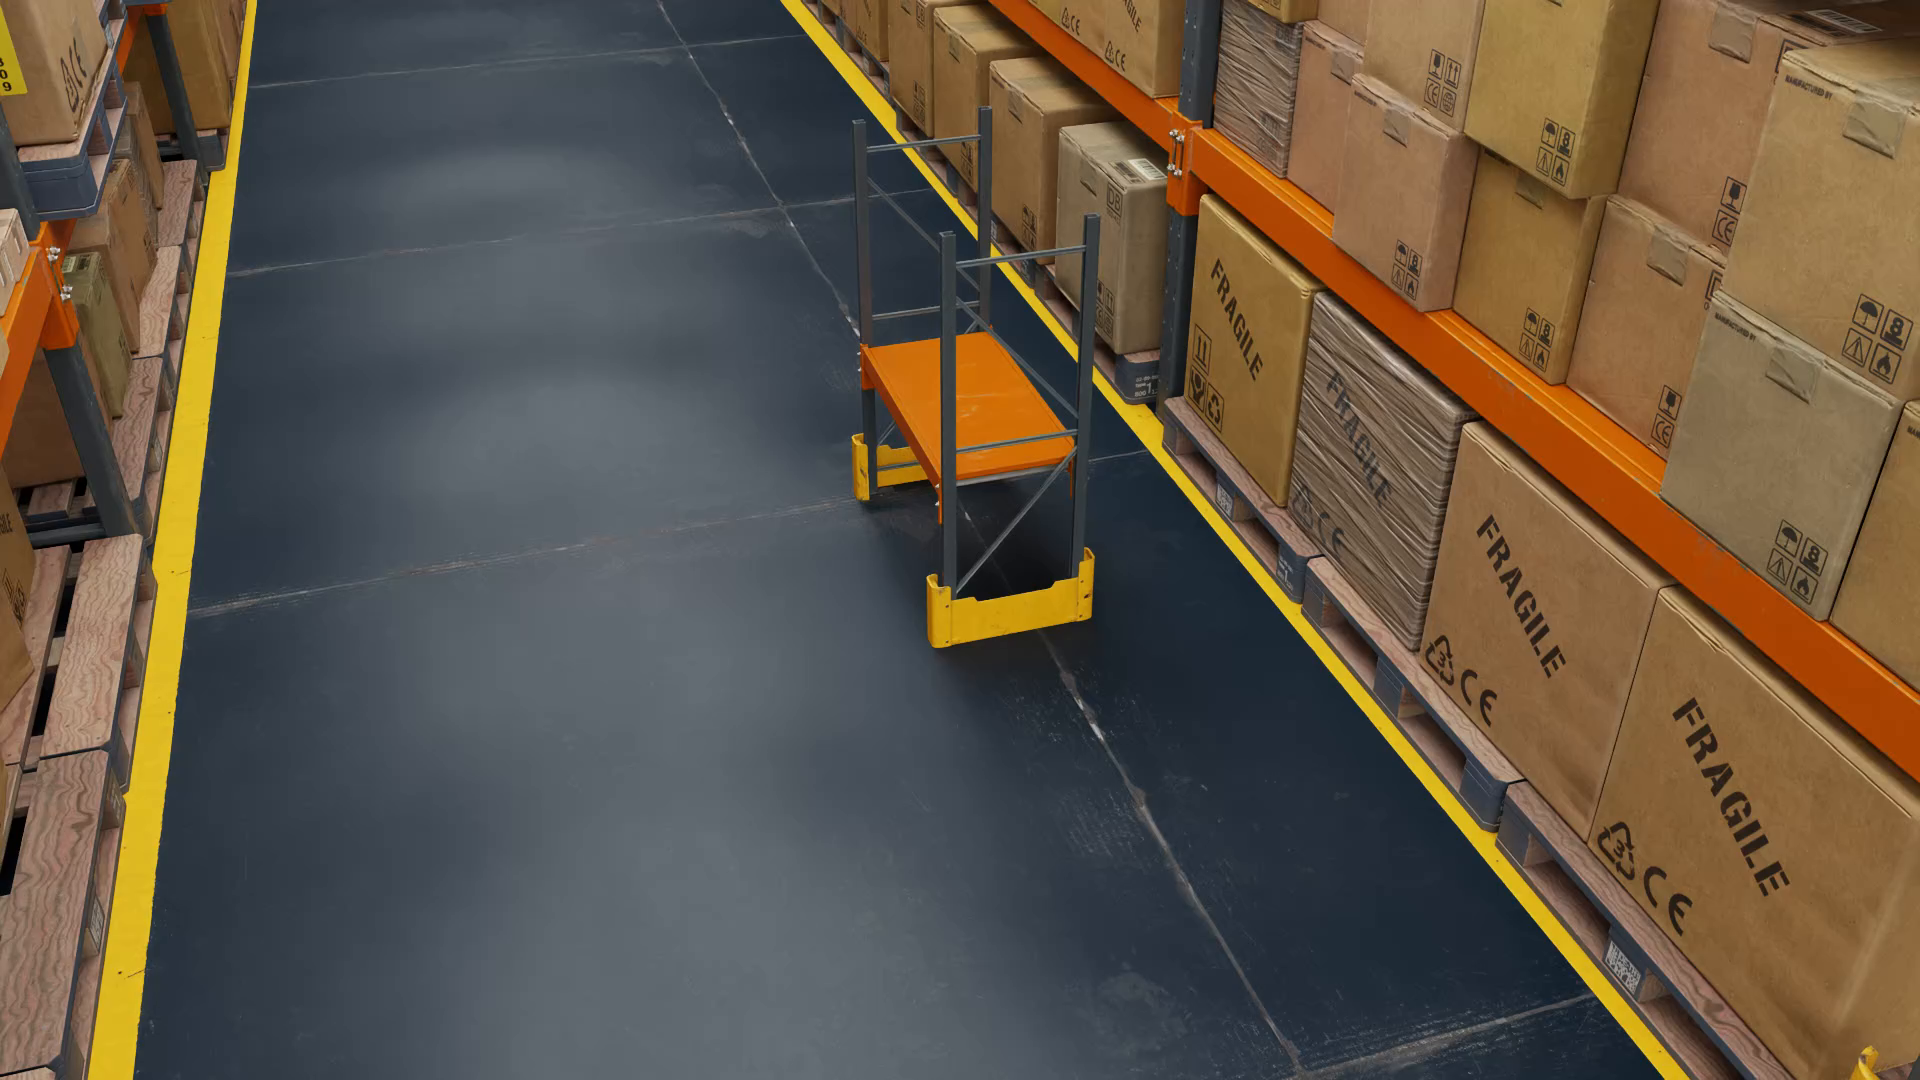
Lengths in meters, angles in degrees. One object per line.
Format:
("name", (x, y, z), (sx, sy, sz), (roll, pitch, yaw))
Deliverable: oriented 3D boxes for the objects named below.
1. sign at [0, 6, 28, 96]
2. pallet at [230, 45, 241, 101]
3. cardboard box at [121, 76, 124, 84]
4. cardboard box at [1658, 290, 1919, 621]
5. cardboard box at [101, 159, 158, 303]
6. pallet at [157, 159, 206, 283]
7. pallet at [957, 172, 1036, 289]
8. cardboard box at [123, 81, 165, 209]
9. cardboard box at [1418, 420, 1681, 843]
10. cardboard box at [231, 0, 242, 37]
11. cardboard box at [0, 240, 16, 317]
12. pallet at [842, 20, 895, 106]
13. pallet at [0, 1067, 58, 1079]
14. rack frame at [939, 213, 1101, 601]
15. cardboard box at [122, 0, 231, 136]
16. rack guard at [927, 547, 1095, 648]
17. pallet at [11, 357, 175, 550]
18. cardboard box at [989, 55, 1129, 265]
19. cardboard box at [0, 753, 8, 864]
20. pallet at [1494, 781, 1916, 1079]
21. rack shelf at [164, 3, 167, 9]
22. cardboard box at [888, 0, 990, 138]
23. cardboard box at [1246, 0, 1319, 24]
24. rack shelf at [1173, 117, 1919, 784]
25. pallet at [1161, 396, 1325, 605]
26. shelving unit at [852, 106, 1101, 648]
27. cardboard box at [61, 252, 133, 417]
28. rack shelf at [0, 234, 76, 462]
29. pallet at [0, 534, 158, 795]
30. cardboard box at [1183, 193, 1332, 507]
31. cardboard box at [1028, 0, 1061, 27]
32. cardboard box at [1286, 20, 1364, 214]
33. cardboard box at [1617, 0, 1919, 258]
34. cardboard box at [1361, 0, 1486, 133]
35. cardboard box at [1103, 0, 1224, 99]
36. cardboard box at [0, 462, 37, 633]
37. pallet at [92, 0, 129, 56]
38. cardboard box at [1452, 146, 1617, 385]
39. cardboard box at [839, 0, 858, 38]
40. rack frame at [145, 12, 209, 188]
("sign", (-2.920, -1.505, 5.021), (0.100, 0.325, 0.005), (-10, 35, -15))
("pallet", (-5.192, -3.051, 10.676), (1.003, 0.211, 1.213), (-10, 35, -15))
("cardboard box", (-4.422, -2.255, 8.131), (0.500, 0.250, 0.500), (-9, 34, -13))
("cardboard box", (2.195, -0.264, 3.793), (0.875, 0.550, 0.550), (-10, 35, -15))
("cardboard box", (-4.070, -1.355, 7.449), (0.700, 0.500, 0.500), (-7, 34, -11))
("pallet", (-4.418, -1.575, 8.442), (1.003, 0.211, 1.213), (-10, 35, -15))
("pallet", (0.637, -1.700, 8.632), (1.003, 0.211, 1.213), (-10, 35, -15))
("cardboard box", (-4.431, -1.941, 8.335), (0.700, 0.500, 0.500), (-12, 35, -17))
("cardboard box", (2.000, 0.175, 4.810), (0.875, 0.875, 0.875), (-11, 35, -15))
("cardboard box", (-5.387, -3.736, 10.729), (1.225, 0.875, 0.875), (-11, 35, -16))
("cardboard box", (-3.022, -0.747, 4.888), (0.380, 0.149, 0.250), (-10, 35, -15))
("pallet", (-0.137, -3.177, 10.866), (1.003, 0.211, 1.213), (-10, 35, -15))
("pallet", (-2.452, 1.743, 3.421), (1.003, 0.211, 1.213), (-10, 35, -15))
("rack frame", (0.181, -0.314, 5.365), (0.500, 1.500, 0.032), (-10, 35, -15))
("cardboard box", (-4.845, -2.803, 9.318), (1.225, 0.875, 0.875), (-12, 35, -17))
("rack guard", (0.175, 0.197, 5.725), (0.587, 0.250, 0.087), (-10, 35, -15))
("pallet", (-3.673, -0.294, 6.503), (1.003, 0.211, 1.213), (-10, 35, -15))
("cardboard box", (0.754, -1.884, 8.040), (1.050, 0.750, 0.750), (-10, 35, -15))
("cardboard box", (-2.905, 0.648, 4.435), (0.500, 0.500, 0.500), (-13, 36, -19))
("pallet", (2.222, 1.027, 4.504), (1.003, 0.211, 1.213), (-10, 35, -15))
("rack shelf", (-5.265, -3.899, 10.082), (1.077, 0.370, 4.000), (-10, 35, -15))
("cardboard box", (0.200, -2.831, 9.474), (1.050, 0.750, 0.750), (-10, 35, -15))
("cardboard box", (1.400, -2.143, 5.657), (0.875, 0.550, 0.550), (-10, 35, -15))
("rack shelf", (1.930, -0.479, 4.907), (1.077, 0.370, 4.000), (-10, 35, -15))
("pallet", (1.477, -0.254, 6.443), (1.003, 0.211, 1.213), (-10, 35, -15))
("shelving unit", (0.023, -0.586, 5.776), (0.587, 1.500, 1.083), (-10, 35, -15))
("cardboard box", (-3.729, -0.769, 6.561), (0.700, 0.500, 0.500), (-10, 35, -15))
("rack shelf", (-2.825, 0.302, 3.725), (1.077, 0.370, 4.000), (-10, 35, -15))
("pallet", (-3.196, 0.462, 5.360), (1.003, 0.211, 1.213), (-10, 35, -15))
("cardboard box", (1.445, -0.776, 6.250), (0.875, 0.875, 0.875), (-9, 35, -14))
("cardboard box", (0.598, -2.631, 7.420), (0.500, 0.500, 0.500), (-10, 35, -14))
("cardboard box", (1.633, -1.415, 5.535), (0.875, 0.550, 0.550), (-10, 35, -15))
("cardboard box", (2.167, -1.034, 3.978), (0.875, 0.550, 0.550), (-10, 35, -15))
("cardboard box", (1.712, -1.567, 4.786), (0.875, 0.550, 0.550), (-10, 35, -15))
("cardboard box", (0.906, -2.100, 6.617), (0.500, 0.500, 0.500), (-10, 35, -15))
("cardboard box", (-3.351, 0.036, 5.361), (0.500, 0.500, 0.500), (-11, 35, -16))
("pallet", (-4.012, -2.036, 6.785), (1.003, 0.211, 1.213), (-10, 35, -15))
("cardboard box", (1.943, -0.851, 4.681), (0.875, 0.550, 0.500), (-10, 35, -15))
("cardboard box", (-0.505, -3.637, 10.919), (0.500, 0.500, 0.500), (-9, 34, -13))
("rack frame", (-4.655, -3.149, 8.294), (1.000, 3.000, 0.127), (-10, 35, -15))
